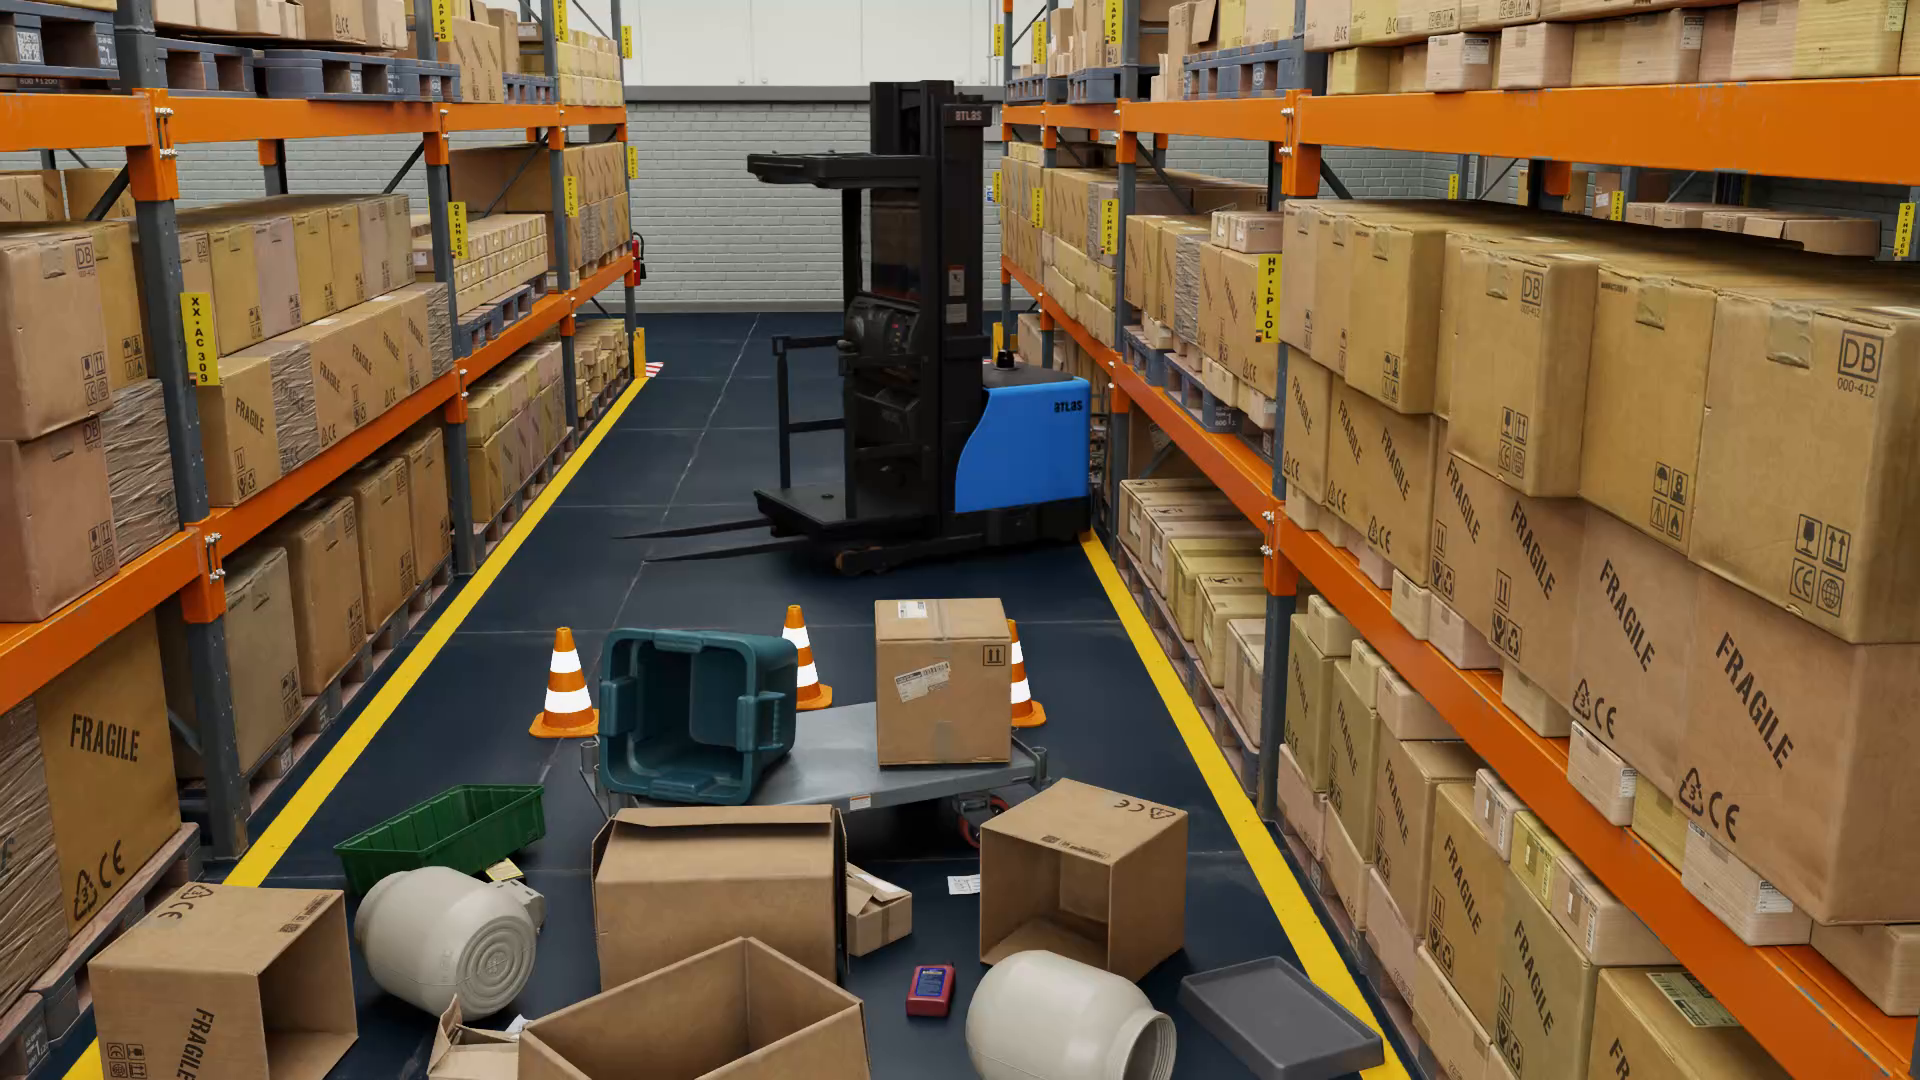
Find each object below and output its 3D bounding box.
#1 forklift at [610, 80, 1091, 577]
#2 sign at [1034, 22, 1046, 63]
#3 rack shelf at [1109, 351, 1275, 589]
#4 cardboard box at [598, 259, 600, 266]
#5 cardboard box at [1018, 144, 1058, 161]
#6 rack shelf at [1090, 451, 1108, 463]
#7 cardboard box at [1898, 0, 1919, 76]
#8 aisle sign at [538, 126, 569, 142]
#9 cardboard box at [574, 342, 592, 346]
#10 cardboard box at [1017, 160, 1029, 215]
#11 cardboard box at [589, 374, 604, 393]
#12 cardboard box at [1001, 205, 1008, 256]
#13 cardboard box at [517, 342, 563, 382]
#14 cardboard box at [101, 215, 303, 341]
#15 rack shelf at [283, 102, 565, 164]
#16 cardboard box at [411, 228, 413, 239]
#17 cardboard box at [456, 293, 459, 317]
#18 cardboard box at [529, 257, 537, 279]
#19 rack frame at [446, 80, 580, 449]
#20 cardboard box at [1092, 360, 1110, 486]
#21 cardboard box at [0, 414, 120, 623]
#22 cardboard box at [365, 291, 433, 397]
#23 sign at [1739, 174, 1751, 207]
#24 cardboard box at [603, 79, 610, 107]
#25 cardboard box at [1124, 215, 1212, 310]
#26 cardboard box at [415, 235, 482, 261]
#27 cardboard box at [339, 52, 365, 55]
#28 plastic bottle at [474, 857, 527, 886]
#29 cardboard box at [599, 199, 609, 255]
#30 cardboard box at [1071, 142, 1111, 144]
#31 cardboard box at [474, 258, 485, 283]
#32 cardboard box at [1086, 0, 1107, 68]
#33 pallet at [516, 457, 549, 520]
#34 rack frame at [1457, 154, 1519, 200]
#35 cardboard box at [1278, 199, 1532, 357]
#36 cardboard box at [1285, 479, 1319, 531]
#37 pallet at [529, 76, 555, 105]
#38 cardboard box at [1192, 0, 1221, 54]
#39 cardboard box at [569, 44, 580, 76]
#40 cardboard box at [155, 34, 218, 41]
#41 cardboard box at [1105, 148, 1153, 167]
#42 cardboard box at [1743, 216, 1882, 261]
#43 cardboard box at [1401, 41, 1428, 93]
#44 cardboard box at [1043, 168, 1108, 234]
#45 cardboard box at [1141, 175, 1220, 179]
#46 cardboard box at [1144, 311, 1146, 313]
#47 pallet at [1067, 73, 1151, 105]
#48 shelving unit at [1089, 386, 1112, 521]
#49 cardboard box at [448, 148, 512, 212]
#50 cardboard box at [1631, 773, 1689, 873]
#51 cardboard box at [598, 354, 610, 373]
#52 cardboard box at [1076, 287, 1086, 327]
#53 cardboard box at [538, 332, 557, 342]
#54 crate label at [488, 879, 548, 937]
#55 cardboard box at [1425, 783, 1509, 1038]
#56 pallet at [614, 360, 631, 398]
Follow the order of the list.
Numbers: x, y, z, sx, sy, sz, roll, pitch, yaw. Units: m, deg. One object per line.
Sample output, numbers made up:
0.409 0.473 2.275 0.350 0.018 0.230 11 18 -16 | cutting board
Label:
-0.673 -1.341 10.356 3.031 2.935 1.130 -8 16 -28 | forklift
0.653 -4.064 13.585 0.100 0.325 0.005 -1 14 -3 | sign
1.579 -0.491 8.358 1.077 0.370 4.000 -1 14 -3 | rack shelf
-3.681 -2.705 16.023 0.380 0.149 0.250 -1 15 -6 | cardboard box
0.759 -3.694 15.855 0.380 0.149 0.250 -1 14 -5 | cardboard box
0.856 -0.563 11.337 0.258 0.077 0.200 3 10 -10 | rack shelf
1.649 -0.763 2.455 0.380 0.149 0.250 -1 14 -3 | cardboard box
-4.279 -4.497 17.269 0.394 0.787 0.004 -1 14 -3 | aisle sign
-3.637 -1.757 15.519 0.380 0.149 0.250 -1 15 -6 | cardboard box
0.815 -3.355 15.838 0.500 0.500 0.500 -1 14 -3 | cardboard box
-3.550 -1.470 15.599 0.380 0.149 0.250 -1 14 -5 | cardboard box
0.702 -3.251 17.441 0.500 0.500 0.500 -1 14 -4 | cardboard box
-3.429 -1.405 13.135 0.500 0.250 0.500 -1 14 -5 | cardboard box
-3.333 -1.150 7.269 0.700 0.500 0.500 -1 14 -3 | cardboard box
-3.603 -2.837 11.456 1.077 0.370 4.000 -1 14 -3 | rack shelf
-4.061 -2.106 11.660 0.380 0.149 0.250 0 14 -2 | cardboard box
-3.306 -1.431 10.231 0.380 0.149 0.250 -1 14 -4 | cardboard box
-3.475 -2.089 12.789 0.380 0.149 0.250 -1 14 -4 | cardboard box
-3.727 -2.230 13.674 1.000 3.000 0.127 -1 14 -3 | rack frame
1.444 -0.906 11.949 0.875 0.875 0.875 -1 14 -3 | cardboard box
-3.140 -0.085 5.036 0.875 0.550 0.550 -1 14 -3 | cardboard box
-3.154 -1.052 8.893 0.500 0.500 0.500 -1 14 -3 | cardboard box
6.715 -2.979 14.262 0.100 0.325 0.005 -1 14 -3 | sign
-3.627 -4.245 15.788 0.500 0.250 0.500 0 14 -1 | cardboard box
1.252 -1.617 9.651 0.500 0.500 0.500 -1 14 -5 | cardboard box
-3.361 -1.917 10.923 0.380 0.149 0.250 -1 15 -6 | cardboard box
-3.768 -2.874 9.958 0.500 0.500 0.500 -1 14 -3 | cardboard box
-1.708 1.228 6.130 0.133 0.061 0.283 -9 17 -32 | plastic bottle
-3.602 -2.931 15.601 0.500 0.500 0.500 0 14 -1 | cardboard box
1.321 -3.961 16.894 0.380 0.149 0.250 -1 14 -4 | cardboard box
-3.364 -1.781 10.992 0.380 0.149 0.250 -1 14 -3 | cardboard box
1.204 -3.284 10.709 0.700 0.500 0.500 -2 15 -6 | cardboard box
-3.599 -0.382 12.087 1.003 0.211 1.213 -1 14 -3 | pallet
5.913 -3.404 18.236 1.000 3.000 0.127 -1 14 -3 | rack frame
1.514 -0.906 5.723 0.700 0.500 0.500 -1 14 -4 | cardboard box
1.402 -0.137 6.043 0.380 0.149 0.250 -1 14 -4 | cardboard box
-3.795 -3.437 12.720 1.213 0.211 1.003 -1 14 -3 | pallet
1.578 -2.461 8.343 0.797 0.503 0.637 -1 14 -3 | cardboard box
-3.544 -4.100 14.218 0.500 0.250 0.500 -1 14 -4 | cardboard box
-3.560 -2.334 7.194 0.500 0.311 0.500 -1 14 -5 | cardboard box
1.446 -3.261 14.171 0.380 0.149 0.250 -1 14 -4 | cardboard box
6.123 -2.071 12.005 0.797 0.503 0.637 -1 14 -5 | cardboard box
1.539 -1.403 4.943 0.380 0.149 0.250 0 14 -2 | cardboard box
0.947 -2.750 13.489 0.500 0.500 0.500 -1 14 -3 | cardboard box
1.583 -2.373 12.024 0.500 0.500 0.500 -1 14 -3 | cardboard box
1.273 -1.264 9.580 0.380 0.149 0.250 -2 15 -7 | cardboard box
1.290 -3.135 11.552 1.003 0.211 1.213 0 14 -1 | pallet
0.859 -0.596 11.331 0.258 0.900 0.210 3 10 -10 | shelving unit
-4.026 -3.019 13.938 0.500 0.500 0.500 -1 14 -5 | cardboard box
1.593 0.559 3.336 0.380 0.149 0.250 -1 14 -4 | cardboard box
-3.536 -1.675 15.797 0.380 0.149 0.250 -1 14 -3 | cardboard box
1.102 -1.638 11.674 0.500 0.250 0.500 -1 14 -4 | cardboard box
-4.151 -1.939 16.228 0.380 0.149 0.250 0 14 -1 | cardboard box
-1.591 1.288 5.747 0.298 0.136 0.250 -13 20 -42 | crate label
1.581 0.967 4.417 0.500 0.500 0.500 -1 14 -5 | cardboard box
-3.955 -1.653 17.027 1.003 0.211 1.213 -1 14 -3 | pallet
